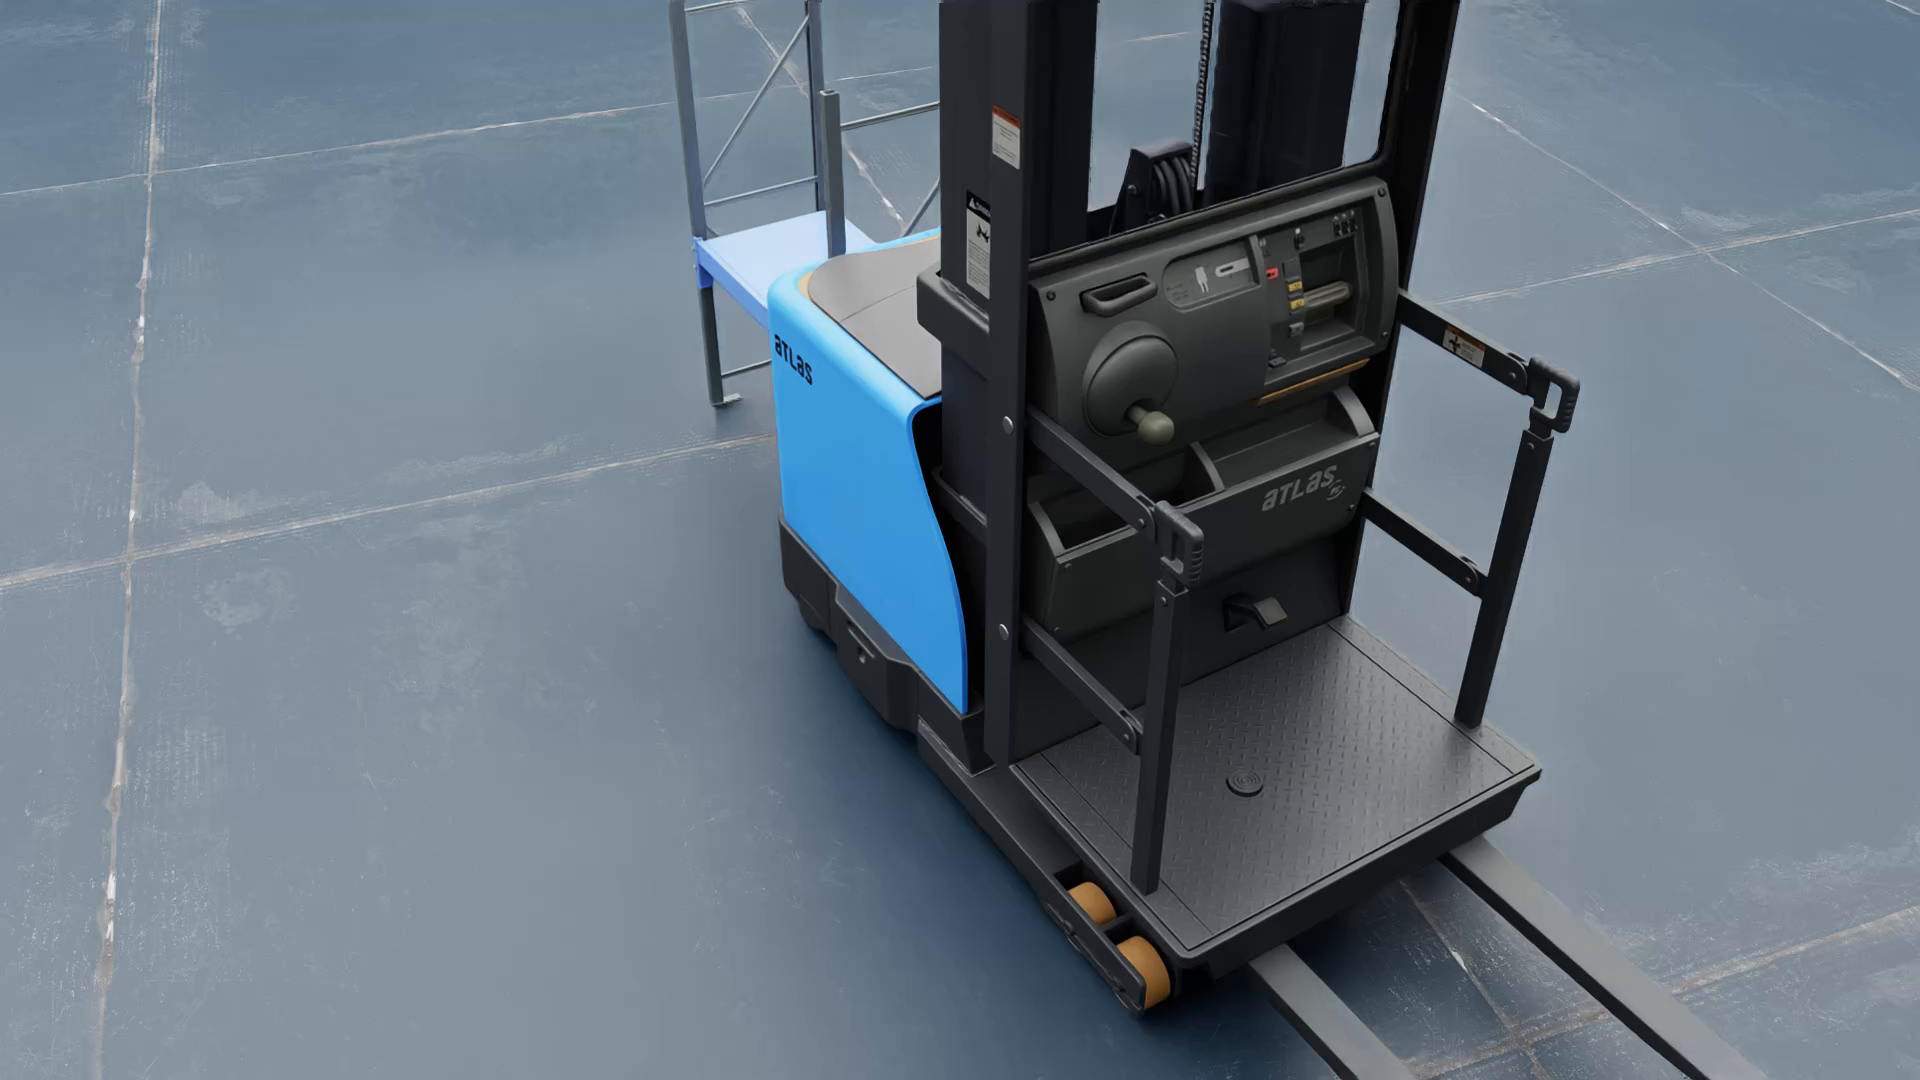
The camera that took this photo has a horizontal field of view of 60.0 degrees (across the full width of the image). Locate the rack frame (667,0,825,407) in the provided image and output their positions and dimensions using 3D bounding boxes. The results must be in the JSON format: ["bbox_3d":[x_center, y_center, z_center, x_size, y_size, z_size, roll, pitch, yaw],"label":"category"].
[{"bbox_3d":[-0.665,-1.152,5.533,0.500,1.500,0.032,-20,41,-24],"label":"rack frame"}]

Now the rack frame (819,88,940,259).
[{"bbox_3d":[-0.142,-0.628,4.837,0.500,1.500,0.032,-20,41,-24],"label":"rack frame"}]

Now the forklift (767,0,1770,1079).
[{"bbox_3d":[0.680,-0.418,3.369,1.130,2.935,3.031,-21,42,-25],"label":"forklift"}]

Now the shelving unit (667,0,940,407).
[{"bbox_3d":[-0.403,-0.890,5.185,0.538,1.500,1.048,-20,41,-24],"label":"shelving unit"}]

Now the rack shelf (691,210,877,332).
[{"bbox_3d":[-0.403,-0.746,5.293,0.538,0.185,1.000,-20,41,-24],"label":"rack shelf"}]
